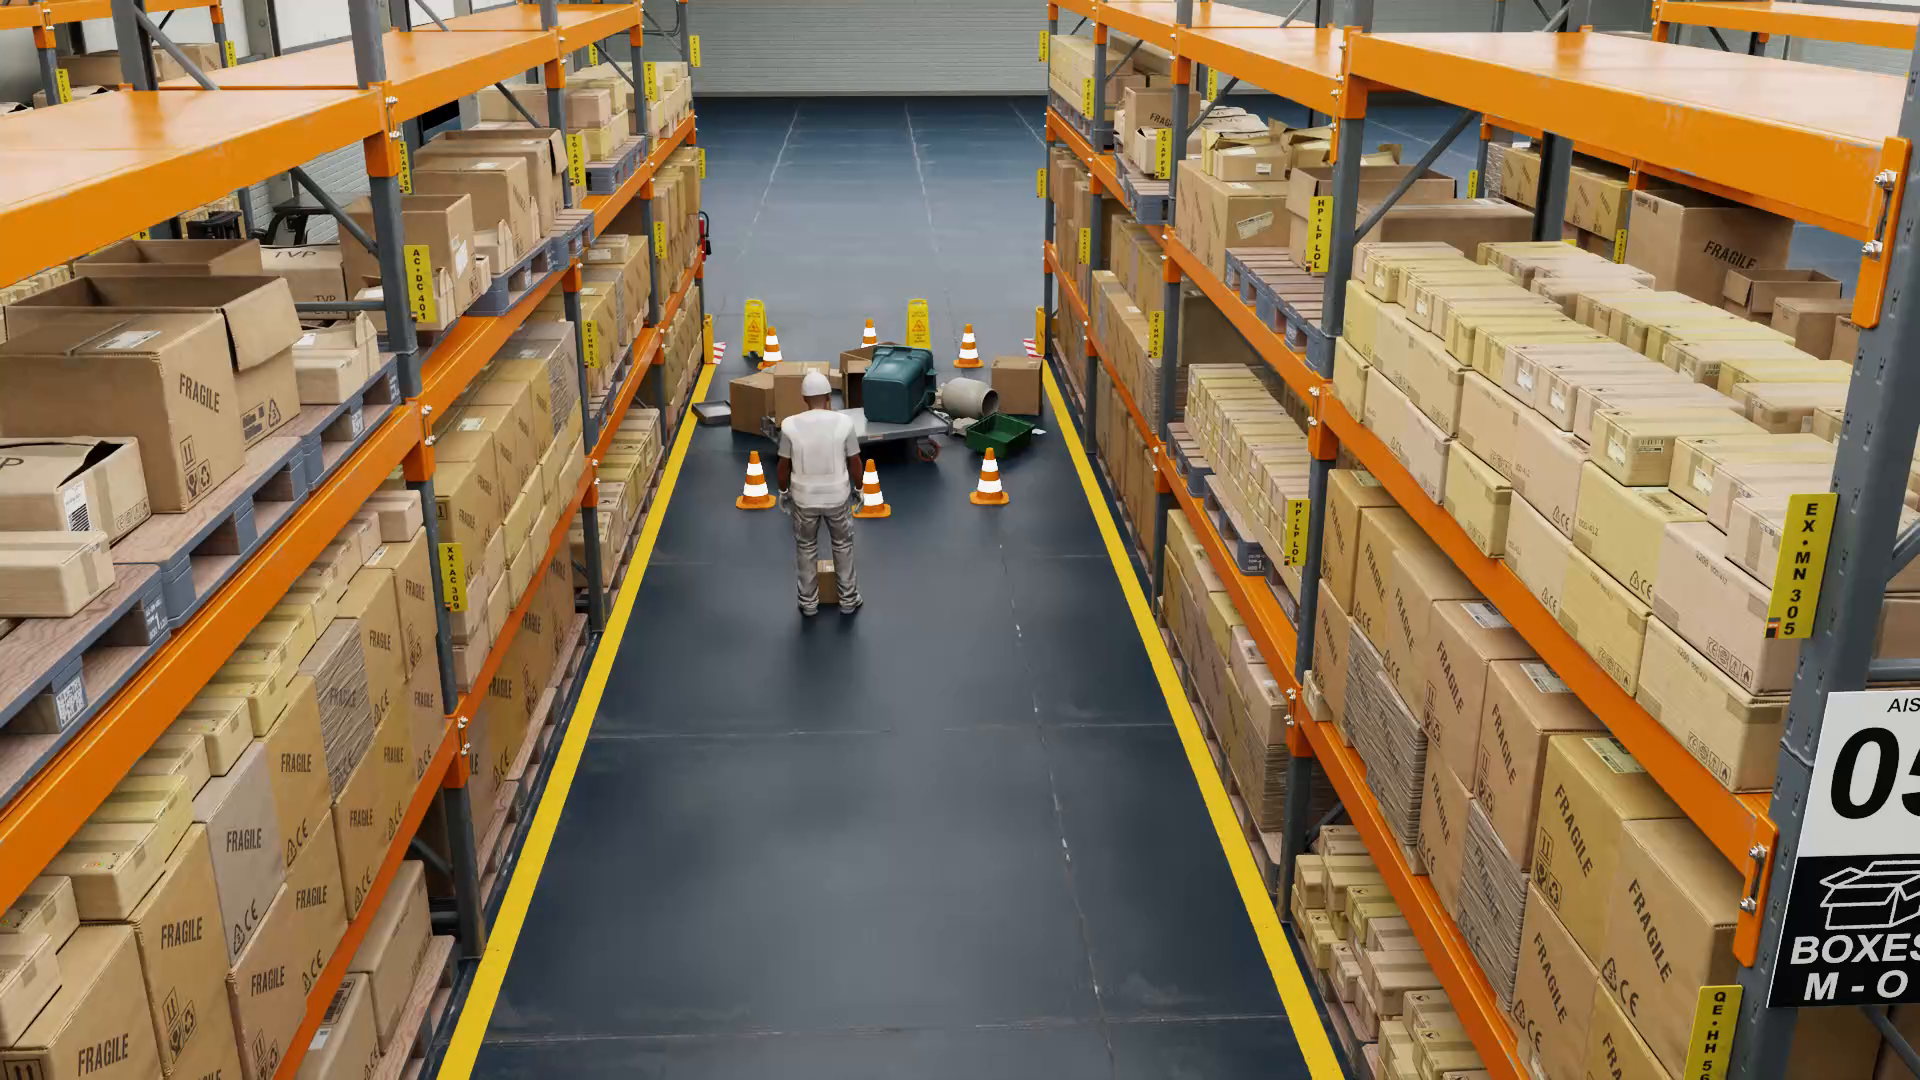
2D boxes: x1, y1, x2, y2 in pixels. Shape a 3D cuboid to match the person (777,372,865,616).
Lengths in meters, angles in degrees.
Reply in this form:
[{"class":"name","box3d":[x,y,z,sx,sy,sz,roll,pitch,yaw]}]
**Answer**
[{"class":"person","box3d":[-0.992,-0.323,11.937,0.619,1.775,0.446,-1,20,-3]}]
